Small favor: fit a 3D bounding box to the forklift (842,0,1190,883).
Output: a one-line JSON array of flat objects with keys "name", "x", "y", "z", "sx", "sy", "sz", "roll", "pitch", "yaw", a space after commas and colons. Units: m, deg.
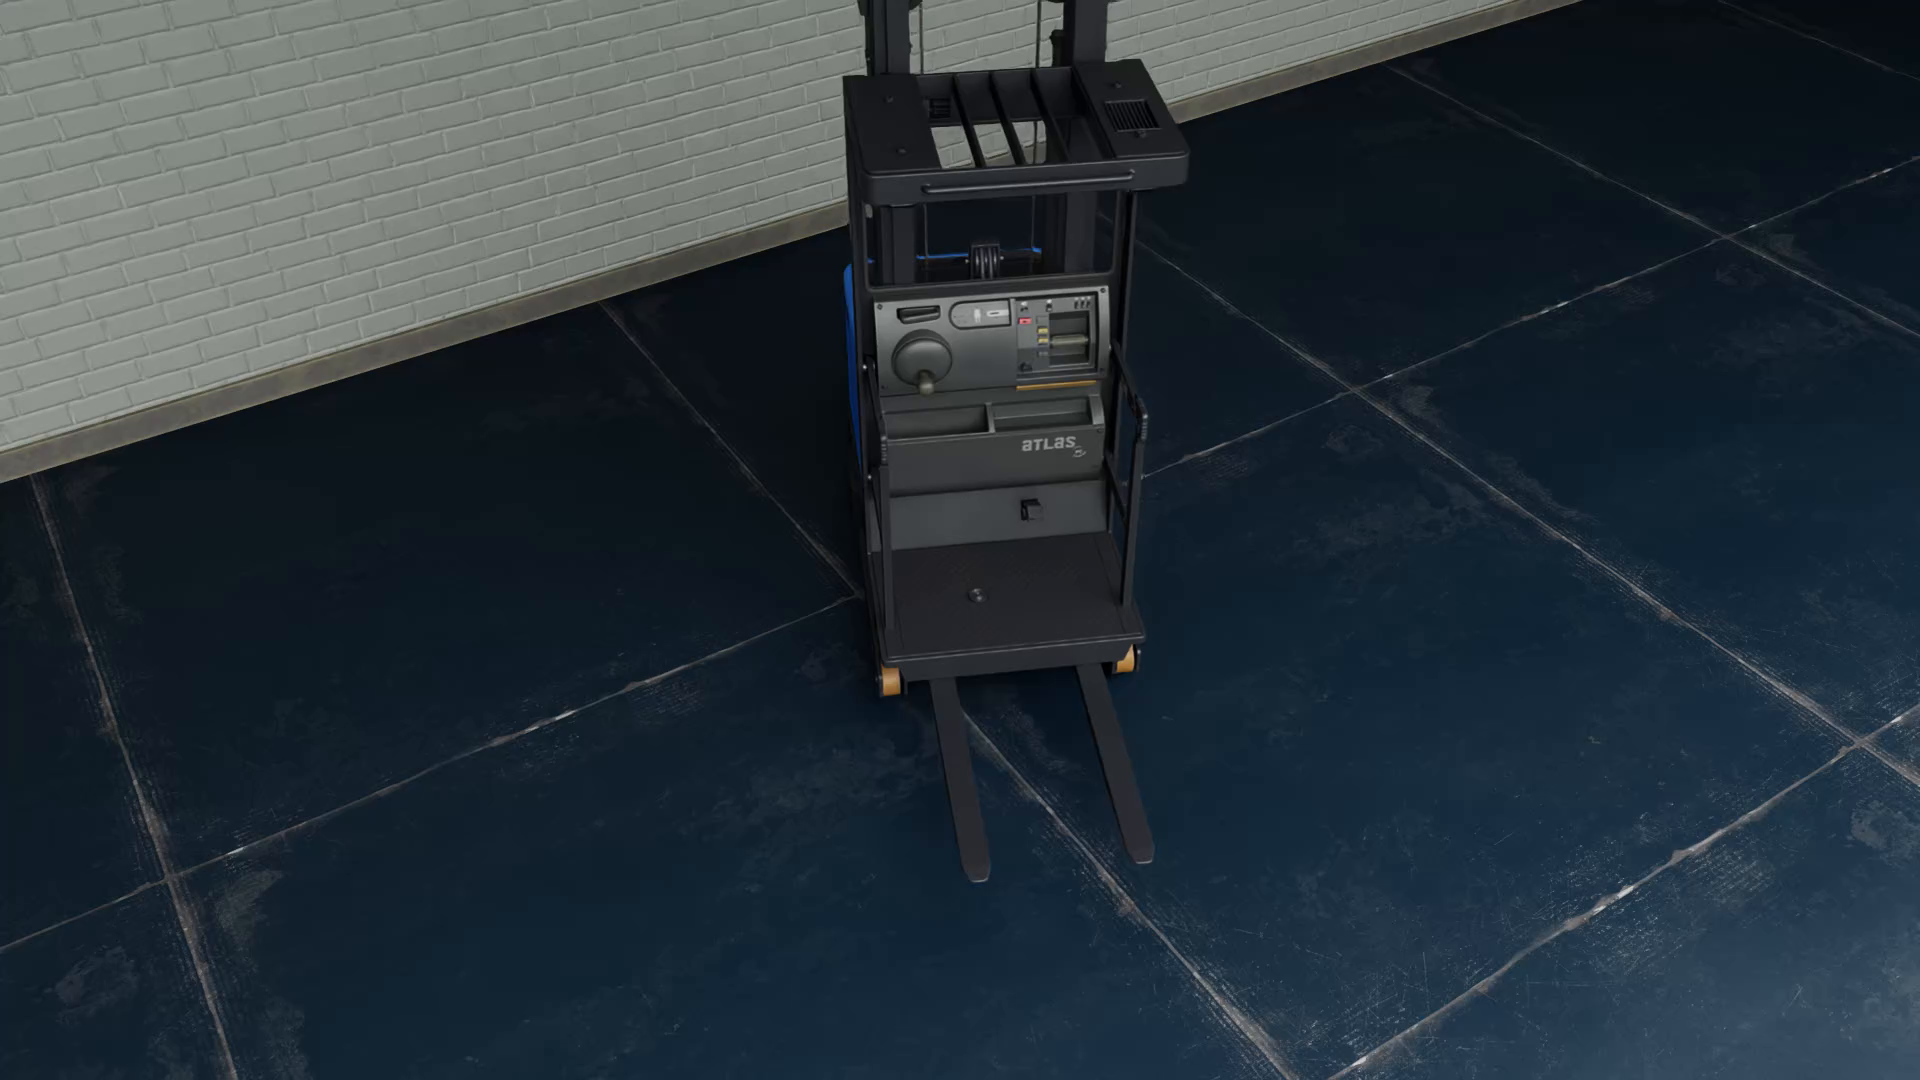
[{"name": "forklift", "x": 0.161, "y": -0.712, "z": 6.375, "sx": 1.130, "sy": 2.935, "sz": 3.031, "roll": -5, "pitch": 40, "yaw": -6}]
